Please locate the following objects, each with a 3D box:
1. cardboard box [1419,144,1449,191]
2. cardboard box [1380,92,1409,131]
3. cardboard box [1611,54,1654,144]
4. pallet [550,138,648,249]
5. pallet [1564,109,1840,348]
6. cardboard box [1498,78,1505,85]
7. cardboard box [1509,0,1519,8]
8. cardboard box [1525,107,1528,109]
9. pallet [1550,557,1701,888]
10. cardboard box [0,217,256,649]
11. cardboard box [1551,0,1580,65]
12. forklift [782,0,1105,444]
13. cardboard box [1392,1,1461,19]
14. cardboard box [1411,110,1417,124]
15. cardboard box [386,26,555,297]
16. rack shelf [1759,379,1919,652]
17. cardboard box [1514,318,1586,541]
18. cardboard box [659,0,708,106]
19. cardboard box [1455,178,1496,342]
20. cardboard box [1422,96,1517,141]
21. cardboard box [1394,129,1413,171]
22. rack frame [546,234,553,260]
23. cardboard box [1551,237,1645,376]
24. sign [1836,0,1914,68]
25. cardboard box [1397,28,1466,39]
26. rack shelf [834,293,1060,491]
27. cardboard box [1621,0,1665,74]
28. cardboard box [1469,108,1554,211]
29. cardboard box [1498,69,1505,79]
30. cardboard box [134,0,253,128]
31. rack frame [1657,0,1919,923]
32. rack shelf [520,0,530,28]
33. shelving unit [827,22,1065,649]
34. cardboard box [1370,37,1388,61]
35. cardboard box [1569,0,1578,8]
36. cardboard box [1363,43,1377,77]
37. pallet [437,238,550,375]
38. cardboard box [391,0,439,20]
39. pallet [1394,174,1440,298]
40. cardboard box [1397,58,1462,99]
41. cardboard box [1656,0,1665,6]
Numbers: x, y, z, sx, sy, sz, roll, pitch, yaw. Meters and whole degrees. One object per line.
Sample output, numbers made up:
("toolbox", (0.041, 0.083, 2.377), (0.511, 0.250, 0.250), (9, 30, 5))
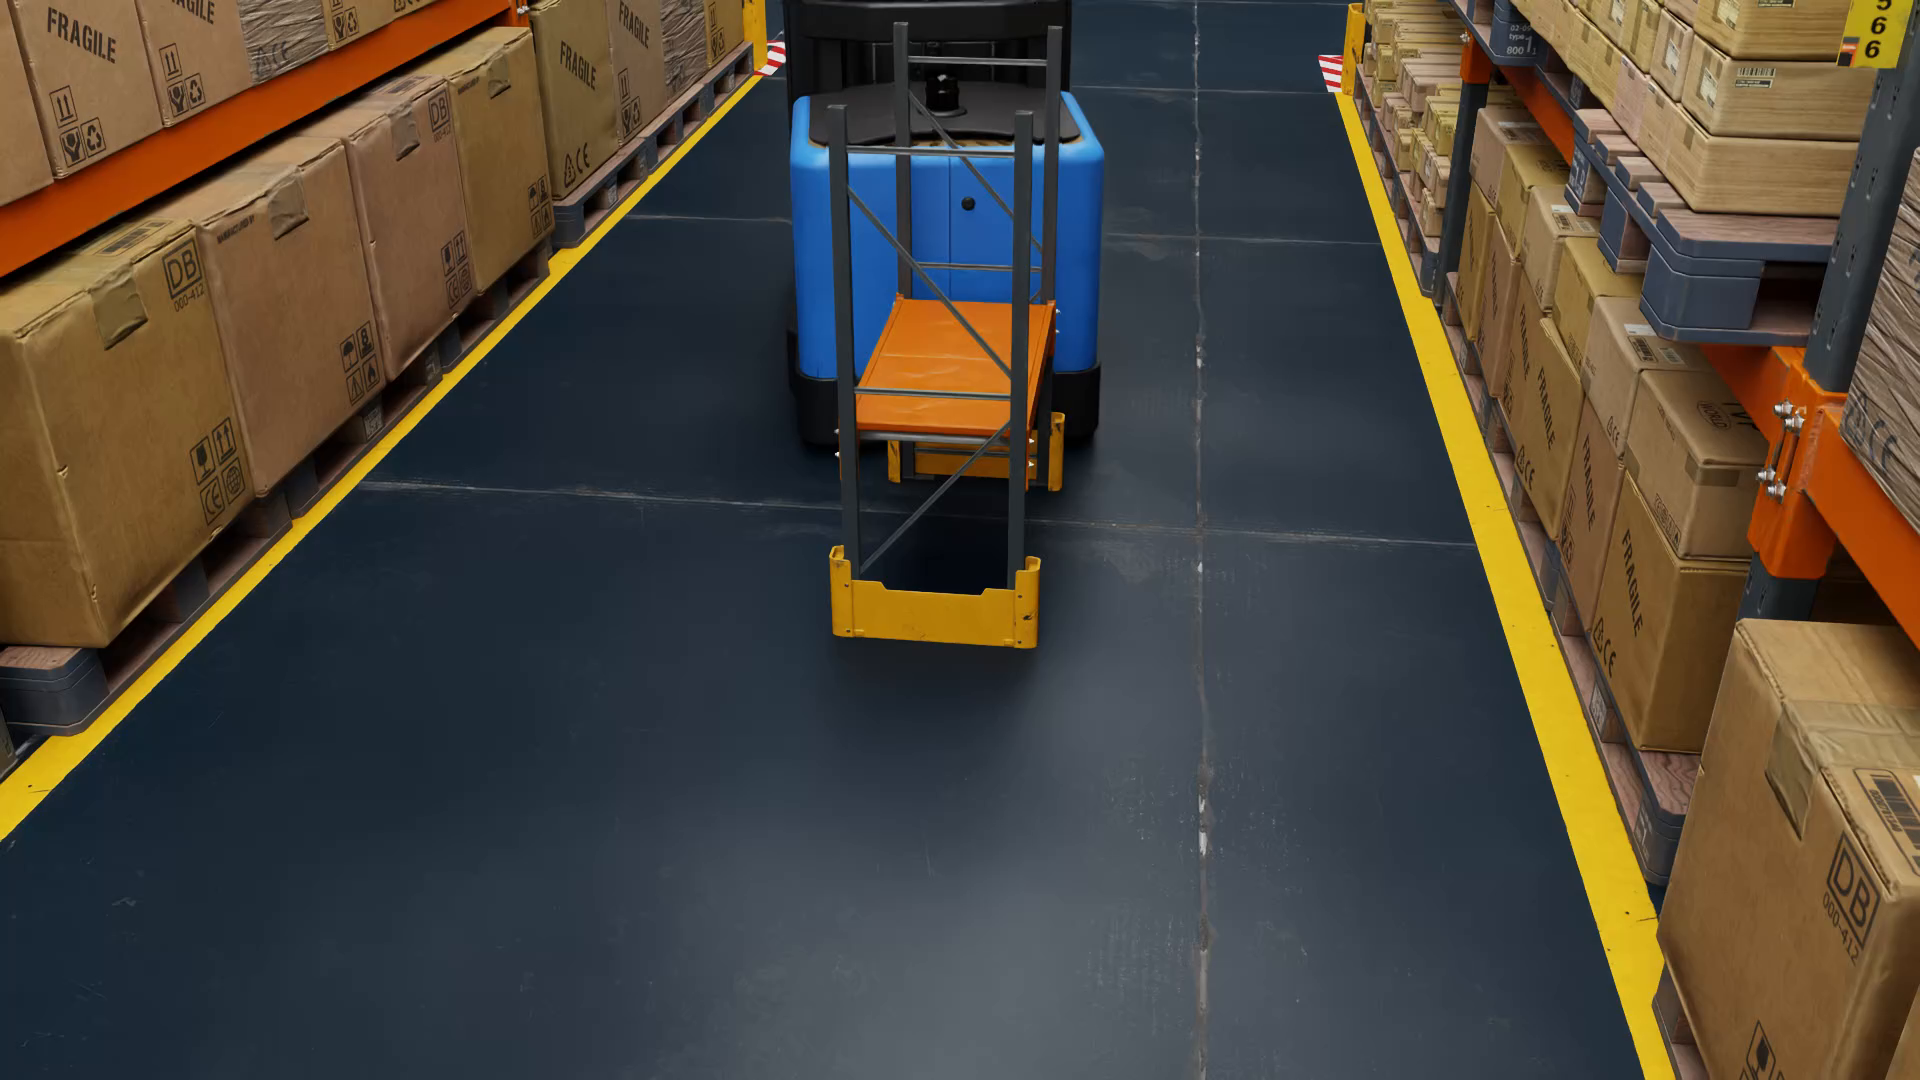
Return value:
("cardboard box", (2.268, -1.658, 7.413), (0.380, 0.149, 0.250), (2, 28, 4))
("cardboard box", (2.464, -2.290, 8.900), (0.380, 0.149, 0.250), (2, 28, 4))
("cardboard box", (1.701, -0.990, 3.747), (0.380, 0.149, 0.250), (4, 29, 7))
("pallet", (-2.215, -1.763, 8.301), (1.003, 0.211, 1.213), (3, 28, 6))
("pallet", (2.016, -0.676, 3.545), (1.213, 0.211, 1.003), (3, 28, 6))
("cardboard box", (3.120, -2.491, 8.961), (0.380, 0.149, 0.250), (4, 29, 7))
("cardboard box", (1.894, -1.731, 5.123), (0.380, 0.149, 0.250), (2, 28, 4))
("cardboard box", (2.856, -2.016, 7.765), (0.380, 0.149, 0.250), (3, 28, 5))
("pallet", (2.131, 0.441, 4.209), (1.003, 0.211, 1.213), (3, 28, 6))
("cardboard box", (-2.771, -0.328, 4.494), (1.225, 0.875, 0.875), (2, 28, 4))
("cardboard box", (1.801, -1.356, 4.426), (0.380, 0.149, 0.250), (4, 29, 8))
("forklift", (-0.141, -2.285, 6.401), (1.130, 2.935, 3.031), (-2, 28, -4))
("cardboard box", (2.698, -3.013, 9.616), (0.380, 0.149, 0.250), (4, 29, 7))
("cardboard box", (2.476, -2.143, 8.315), (0.380, 0.149, 0.250), (2, 28, 4))
("cardboard box", (-2.445, -1.585, 6.826), (1.225, 0.875, 0.875), (3, 29, 6))
("rack shelf", (1.789, 0.839, 1.288), (1.077, 0.370, 4.000), (3, 28, 6))
("cardboard box", (1.971, -0.322, 4.879), (0.500, 0.500, 0.500), (2, 28, 4))
("cardboard box", (-2.007, -3.036, 9.520), (0.875, 0.875, 0.875), (3, 28, 6))
("cardboard box", (2.170, -1.054, 6.236), (0.500, 0.500, 0.500), (4, 29, 8))
("cardboard box", (2.325, -1.916, 7.580), (0.380, 0.149, 0.250), (3, 28, 6))
("cardboard box", (2.361, -1.923, 8.220), (0.380, 0.149, 0.250), (3, 28, 6))
("rack frame", (-2.386, -2.638, 6.983), (1.000, 3.000, 0.127), (3, 28, 6))
("cardboard box", (1.987, -0.647, 4.691), (0.500, 0.250, 0.500), (4, 29, 7))
("sign", (1.494, -0.921, 2.660), (0.100, 0.325, 0.005), (3, 28, 6))
("cardboard box", (2.549, -2.650, 8.942), (0.380, 0.149, 0.250), (4, 29, 8))
("rack shelf", (-0.010, -0.462, 4.905), (0.538, 0.185, 1.000), (3, 28, 6))
("cardboard box", (1.703, -1.133, 3.699), (0.380, 0.149, 0.250), (4, 29, 7))
("cardboard box", (2.171, -1.384, 6.058), (0.500, 0.250, 0.500), (2, 28, 4))
("cardboard box", (2.993, -2.503, 8.669), (0.380, 0.149, 0.250), (2, 28, 4))
("cardboard box", (-2.426, -1.496, 4.759), (0.500, 0.500, 0.500), (3, 28, 5))
("rack frame", (2.034, -0.419, 2.865), (1.000, 3.000, 0.127), (3, 28, 6))
("rack shelf", (-2.141, -3.262, 8.902), (1.077, 0.370, 4.000), (3, 28, 6))
("shelving unit", (-0.009, -0.624, 4.828), (0.587, 1.500, 1.083), (3, 28, 6))
("cardboard box", (2.606, -2.888, 9.698), (0.380, 0.149, 0.250), (3, 28, 6))
("cardboard box", (1.799, -1.491, 4.363), (0.380, 0.149, 0.250), (4, 29, 7))
("cardboard box", (2.632, -2.887, 10.008), (0.380, 0.149, 0.250), (4, 29, 7))
("pallet", (-2.406, -1.043, 6.963), (1.003, 0.211, 1.213), (3, 28, 6))
("cardboard box", (-2.240, -2.213, 6.090), (0.500, 0.500, 0.500), (4, 29, 8))
("pallet", (2.571, -1.392, 7.612), (1.003, 0.211, 1.213), (3, 28, 6))
("cardboard box", (2.396, -2.294, 8.282), (0.380, 0.149, 0.250), (2, 28, 4))
("cardboard box", (1.704, -1.254, 3.610), (0.380, 0.149, 0.250), (4, 29, 8))
